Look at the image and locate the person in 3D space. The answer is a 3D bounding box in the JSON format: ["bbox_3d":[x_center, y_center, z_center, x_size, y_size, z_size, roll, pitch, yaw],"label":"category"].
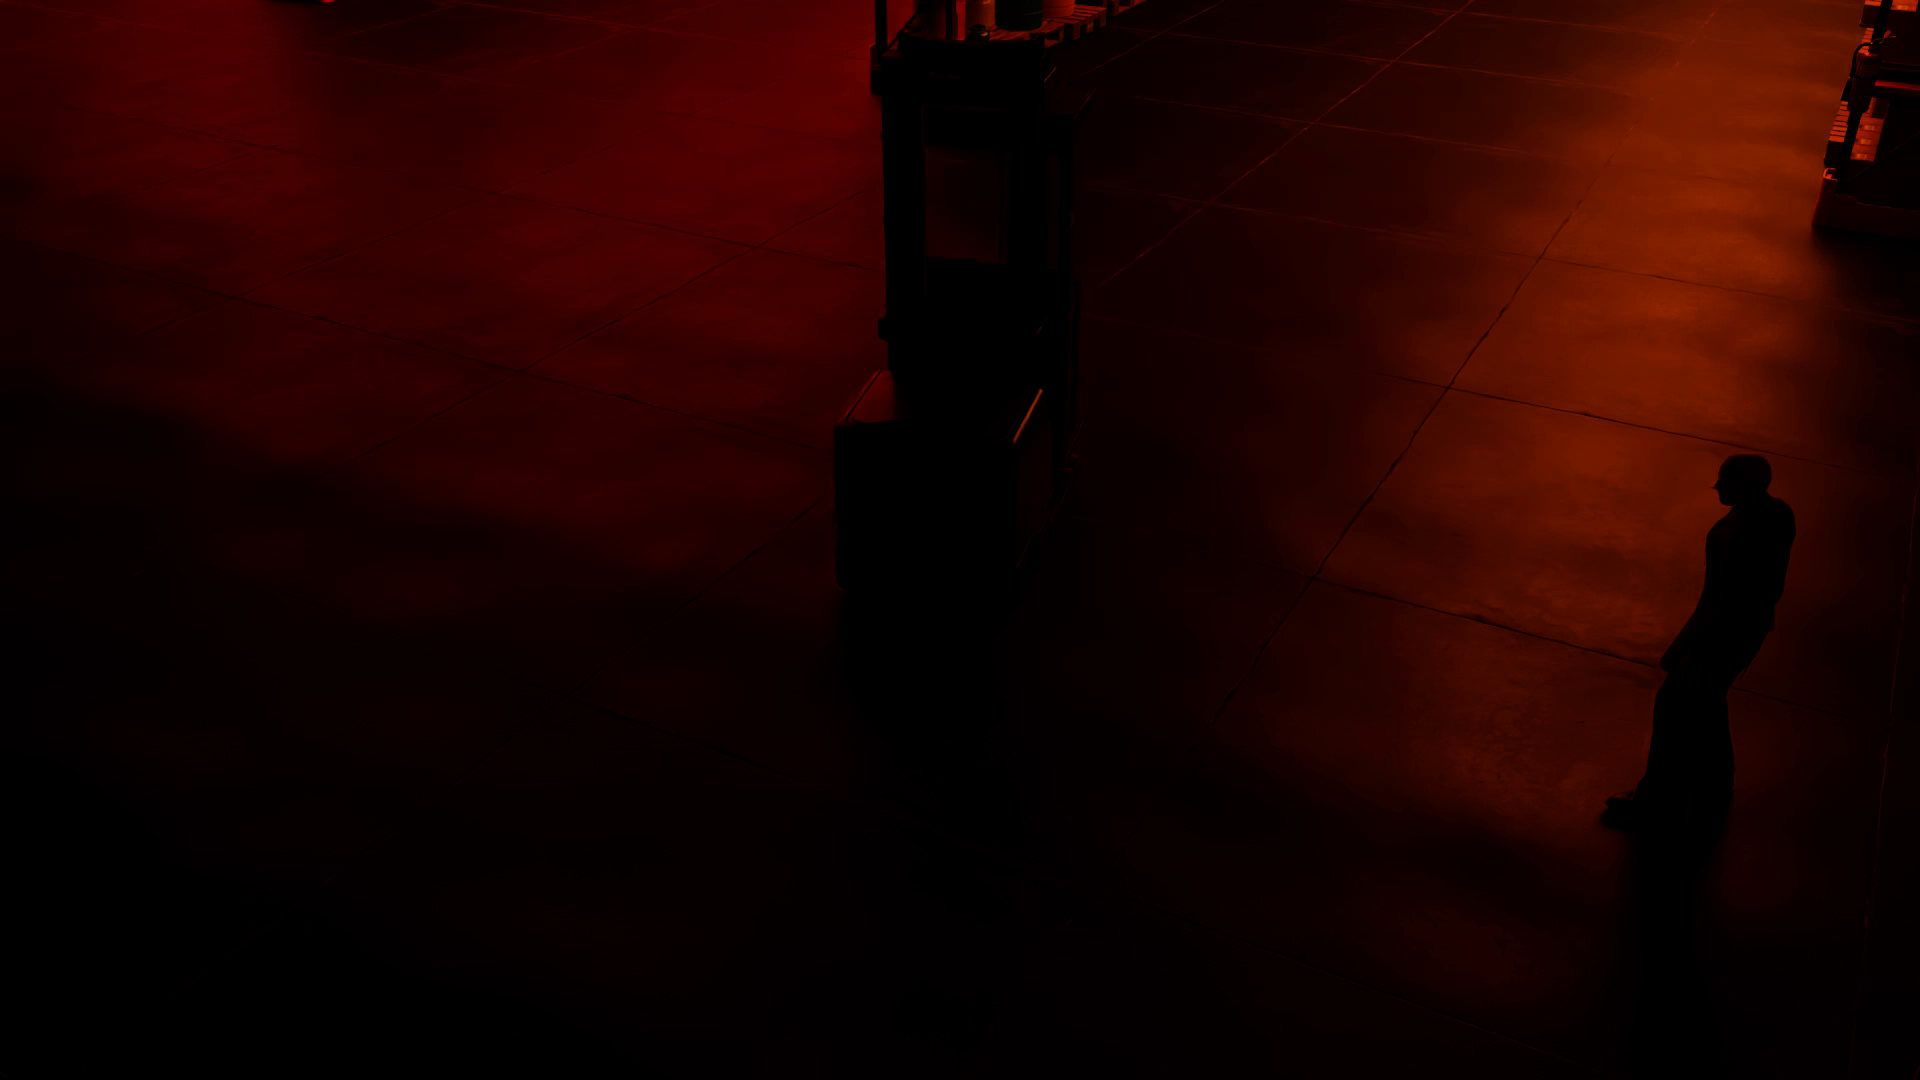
[{"bbox_3d":[3.455,0.410,7.550,0.425,1.749,0.889,22,37,33],"label":"person"}]

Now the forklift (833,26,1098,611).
[{"bbox_3d":[0.165,-1.601,9.844,1.130,2.935,3.031,7,31,13],"label":"forklift"}]
